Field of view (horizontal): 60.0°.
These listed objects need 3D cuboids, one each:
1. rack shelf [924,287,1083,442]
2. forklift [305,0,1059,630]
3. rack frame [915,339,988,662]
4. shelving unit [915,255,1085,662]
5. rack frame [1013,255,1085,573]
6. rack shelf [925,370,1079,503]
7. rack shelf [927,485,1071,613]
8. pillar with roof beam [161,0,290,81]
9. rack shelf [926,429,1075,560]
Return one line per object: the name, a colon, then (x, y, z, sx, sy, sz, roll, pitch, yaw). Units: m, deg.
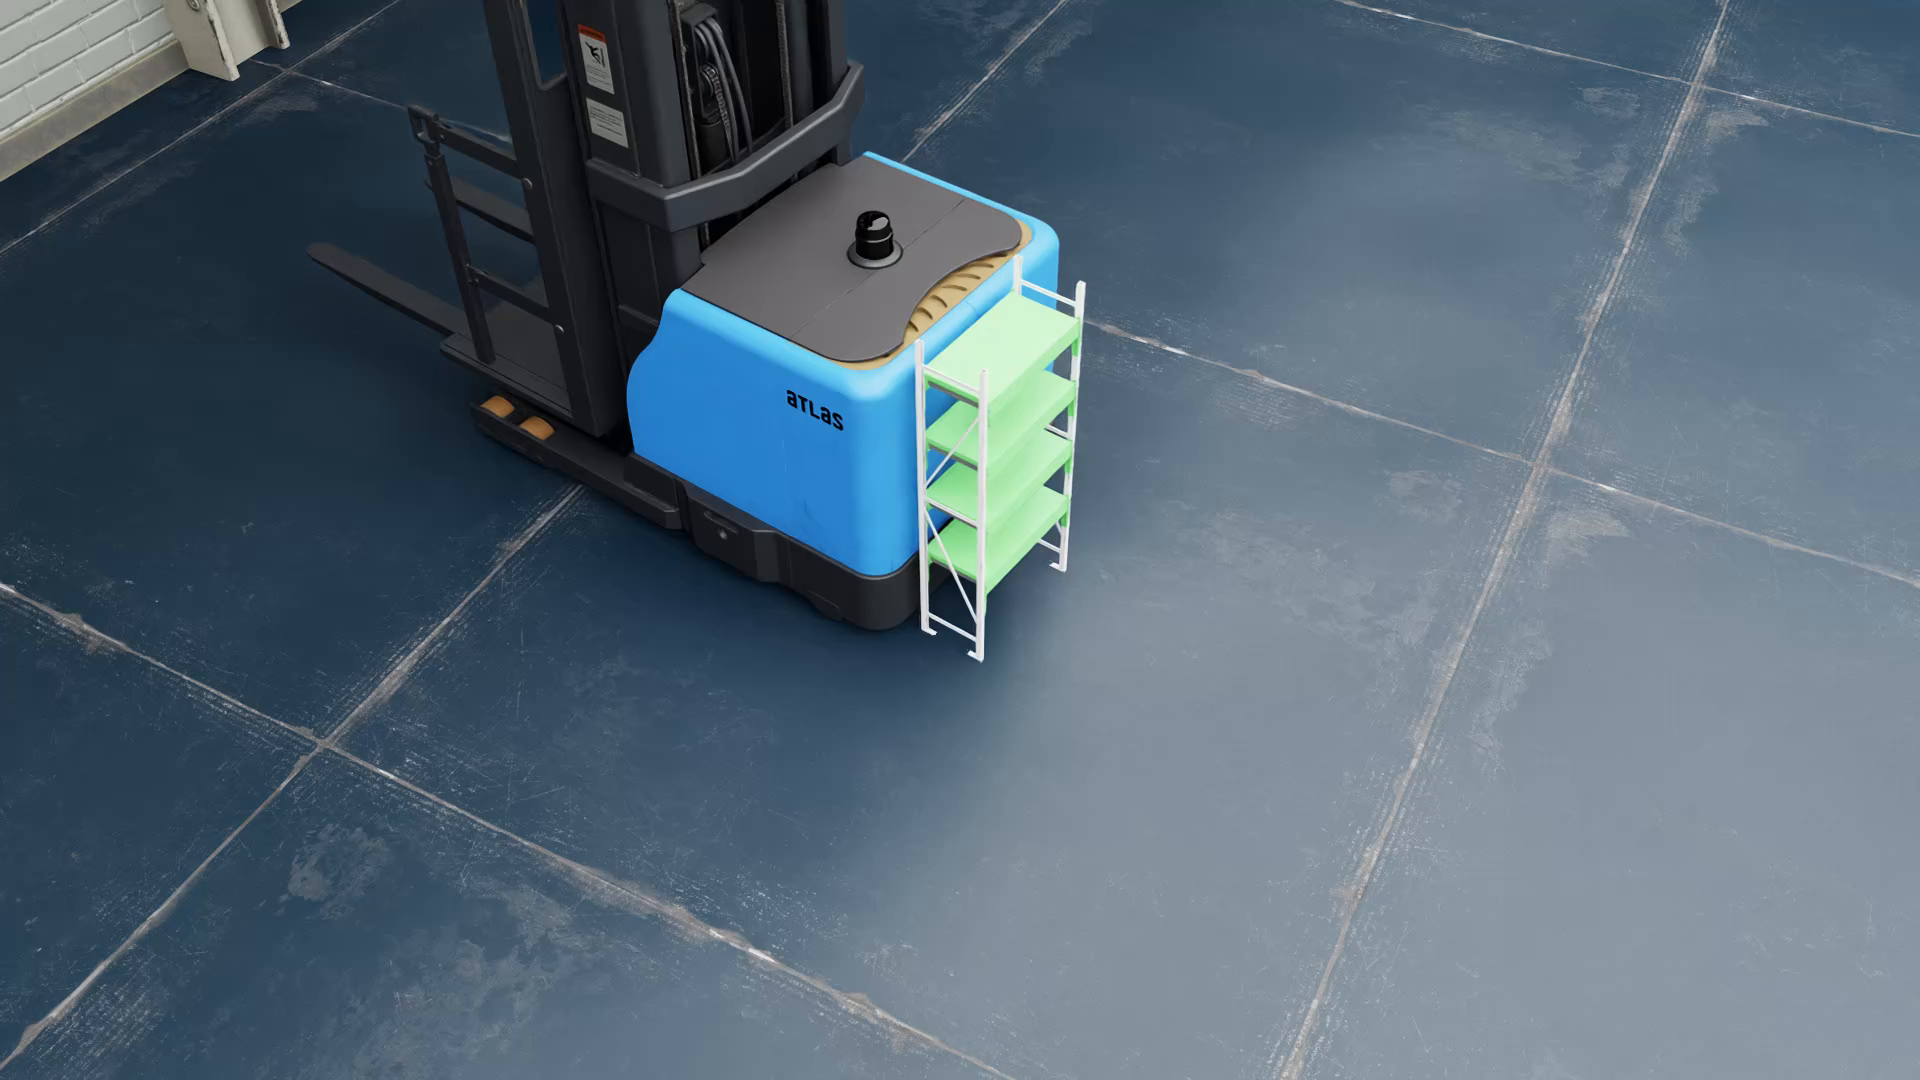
rack shelf: (0.118, -0.516, 4.831, 0.258, 0.148, 0.480, 27, 51, 24)
forklift: (-1.166, -1.589, 5.260, 3.031, 2.935, 1.130, 27, 51, 24)
rack frame: (-0.025, -0.083, 4.988, 0.240, 1.200, 0.015, 27, 51, 24)
shelving unit: (0.117, -0.224, 5.127, 0.258, 1.200, 0.503, 27, 51, 24)
rack frame: (0.260, -0.365, 5.267, 0.240, 1.200, 0.015, 27, 51, 24)
rack shelf: (0.118, -0.347, 5.002, 0.258, 0.148, 0.480, 27, 51, 24)
rack shelf: (0.117, -0.010, 5.344, 0.258, 0.148, 0.480, 27, 51, 24)
pillar with roof beam: (0.307, -4.097, 3.473, 9.100, 9.000, 0.400, 20, 49, 19)
rack shelf: (0.117, -0.179, 5.173, 0.258, 0.148, 0.480, 27, 51, 24)
